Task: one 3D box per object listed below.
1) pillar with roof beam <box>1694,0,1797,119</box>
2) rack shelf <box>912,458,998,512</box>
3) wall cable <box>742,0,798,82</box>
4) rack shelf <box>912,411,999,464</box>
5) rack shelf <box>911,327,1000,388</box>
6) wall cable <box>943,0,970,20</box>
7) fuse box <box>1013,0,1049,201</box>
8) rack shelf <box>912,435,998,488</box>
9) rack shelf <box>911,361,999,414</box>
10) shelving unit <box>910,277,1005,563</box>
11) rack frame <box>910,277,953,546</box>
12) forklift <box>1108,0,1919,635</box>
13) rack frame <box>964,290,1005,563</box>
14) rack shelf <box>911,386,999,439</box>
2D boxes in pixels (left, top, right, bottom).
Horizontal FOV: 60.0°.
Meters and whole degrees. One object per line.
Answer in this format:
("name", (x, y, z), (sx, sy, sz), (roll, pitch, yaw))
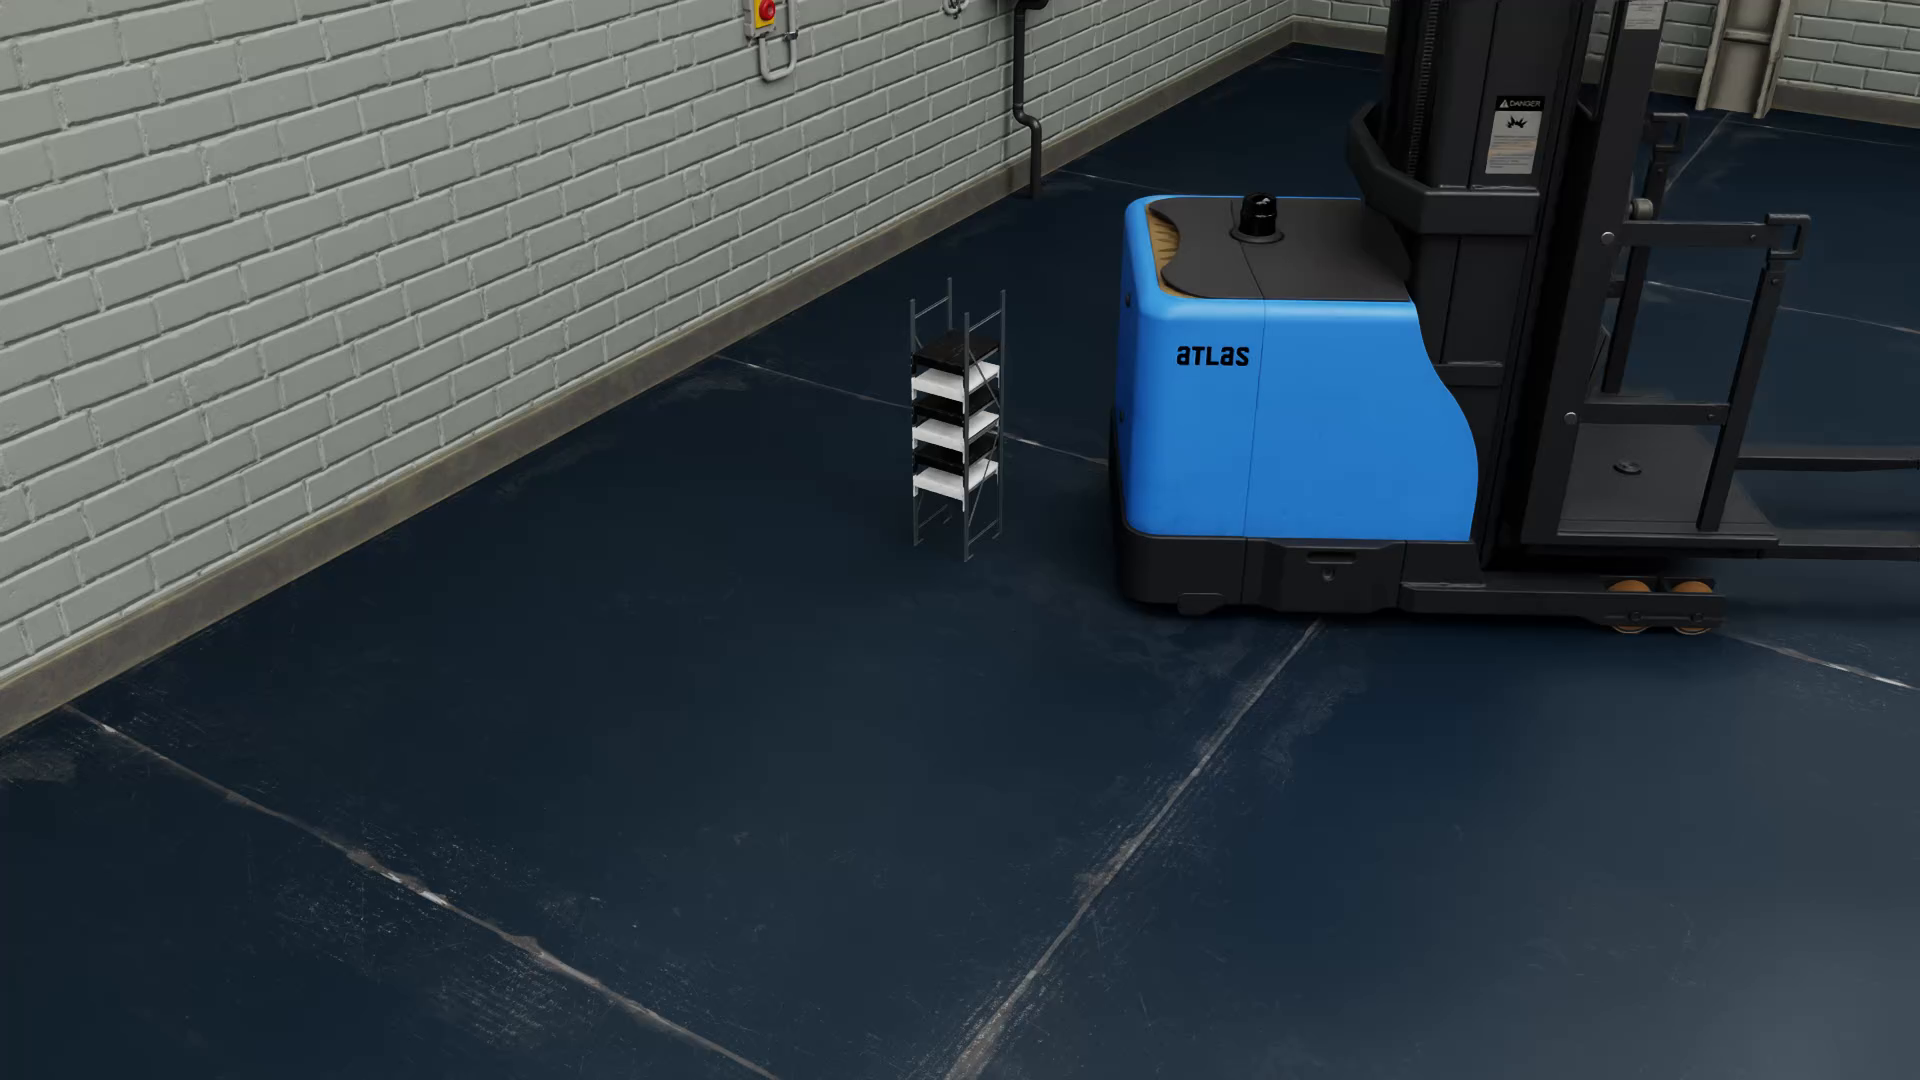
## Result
("pillar with roof beam", (2.528, -4.742, 4.948), (0.400, 9.000, 9.100), (18, 35, 27))
("rack shelf", (-0.007, -0.207, 5.634), (0.200, 0.077, 0.258), (18, 35, 27))
("wall cable", (-0.803, -2.715, 6.387), (0.123, 1.953, 0.585), (18, 35, 27))
("rack shelf", (-0.007, -0.362, 5.544), (0.200, 0.077, 0.258), (18, 35, 27))
("rack shelf", (-0.007, -0.595, 5.408), (0.200, 0.077, 0.258), (18, 35, 27))
("wall cable", (-0.059, -3.310, 7.438), (0.122, 1.984, 0.588), (18, 35, 27))
("fuse box", (0.437, -2.563, 8.446), (0.414, 1.711, 0.539), (18, 35, 27))
("rack shelf", (-0.007, -0.284, 5.589), (0.200, 0.077, 0.258), (18, 35, 27))
("rack shelf", (-0.007, -0.518, 5.453), (0.200, 0.077, 0.258), (18, 35, 27))
("shelving unit", (-0.007, -0.391, 5.527), (0.210, 0.900, 0.258), (18, 35, 27))
("rack frame", (-0.093, -0.418, 5.574), (0.006, 0.900, 0.240), (18, 35, 27))
("forklift", (2.041, -1.242, 4.970), (3.031, 2.935, 1.130), (1, 30, 2))
("rack frame", (0.079, -0.364, 5.480), (0.006, 0.900, 0.240), (18, 35, 27))
("rack shelf", (-0.007, -0.440, 5.498), (0.200, 0.077, 0.258), (18, 35, 27))
